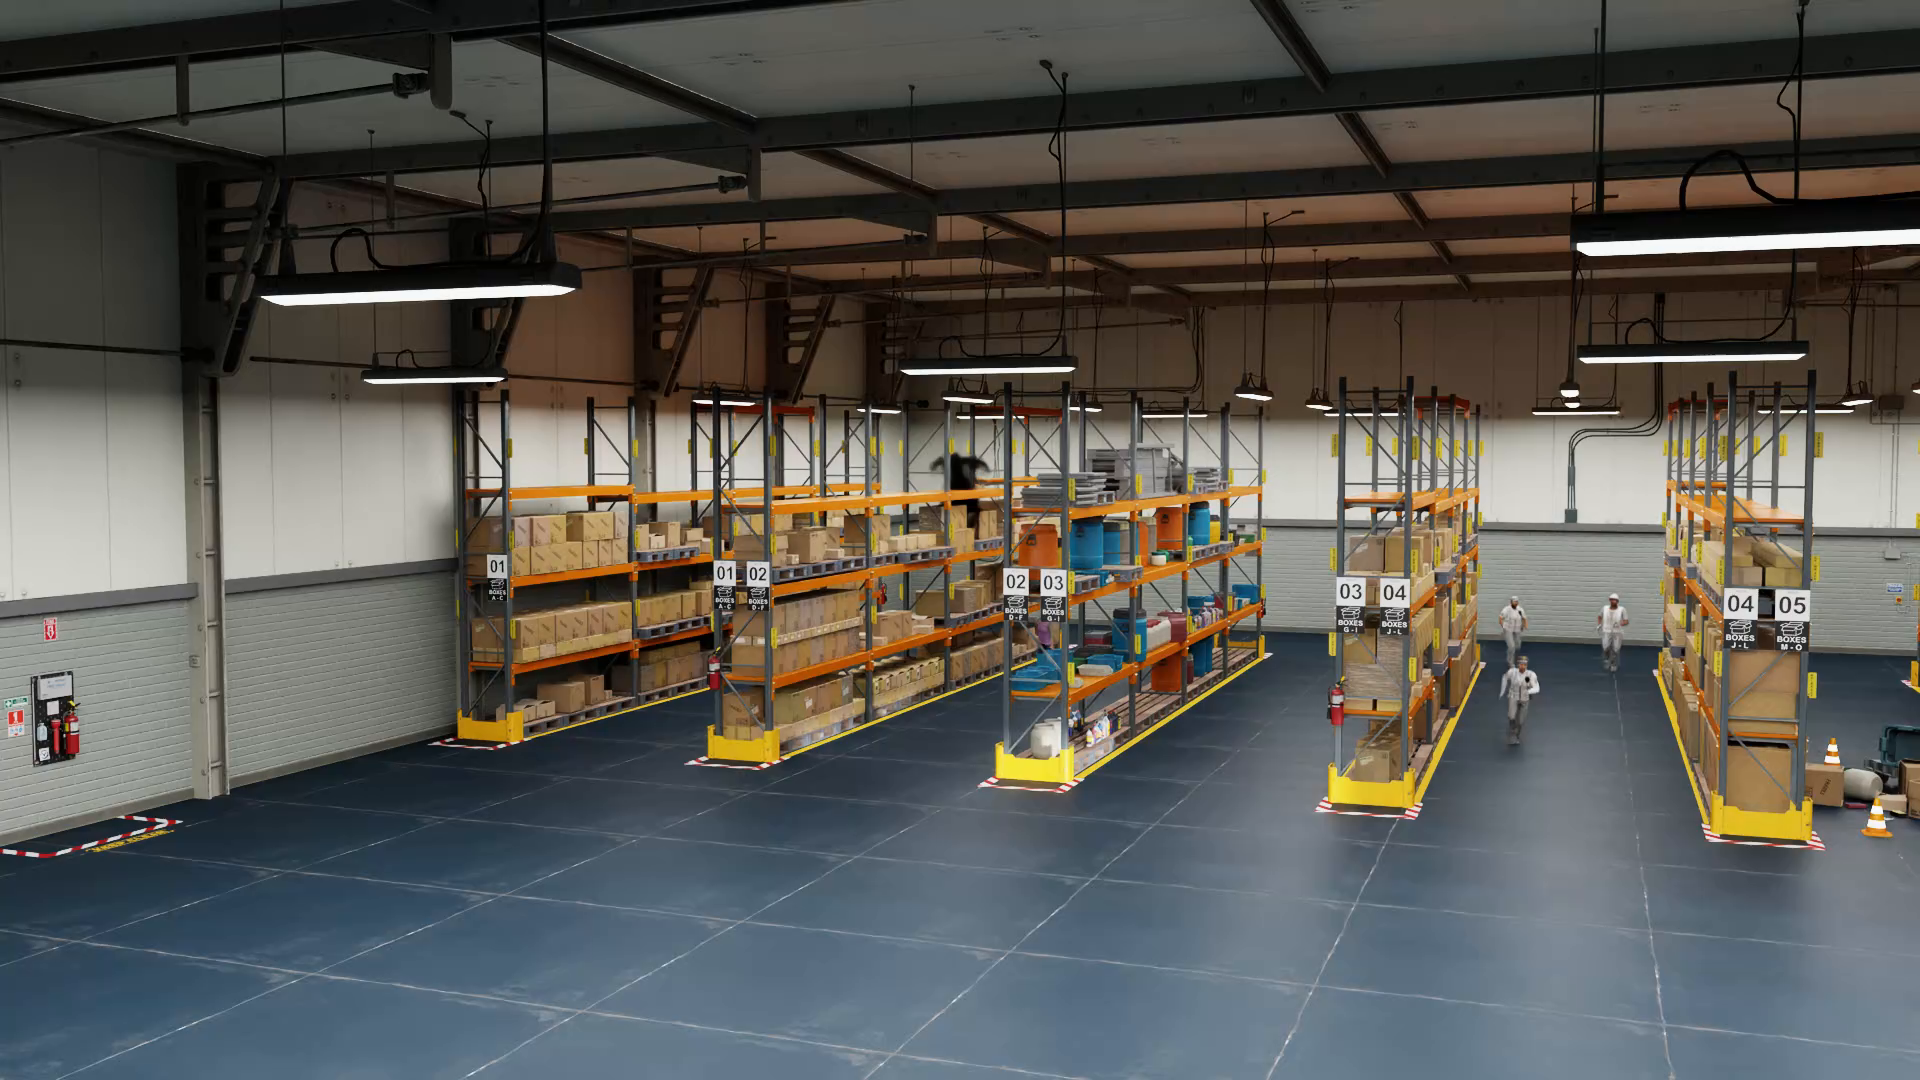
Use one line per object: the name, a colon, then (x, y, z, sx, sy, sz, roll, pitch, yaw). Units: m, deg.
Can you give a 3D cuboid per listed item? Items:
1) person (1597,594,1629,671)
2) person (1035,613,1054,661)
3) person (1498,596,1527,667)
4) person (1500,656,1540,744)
person: (14.548, 2.071, 37.092, 0.668, 1.736, 0.648, 1, 3, 25)
person: (1.863, 2.254, 36.125, 0.673, 1.511, 0.593, 3, 4, 42)
person: (12.723, 2.097, 38.270, 0.635, 1.623, 0.711, 0, 3, 0)
person: (9.381, 2.679, 27.869, 0.601, 1.546, 0.914, 1, 3, 13)
